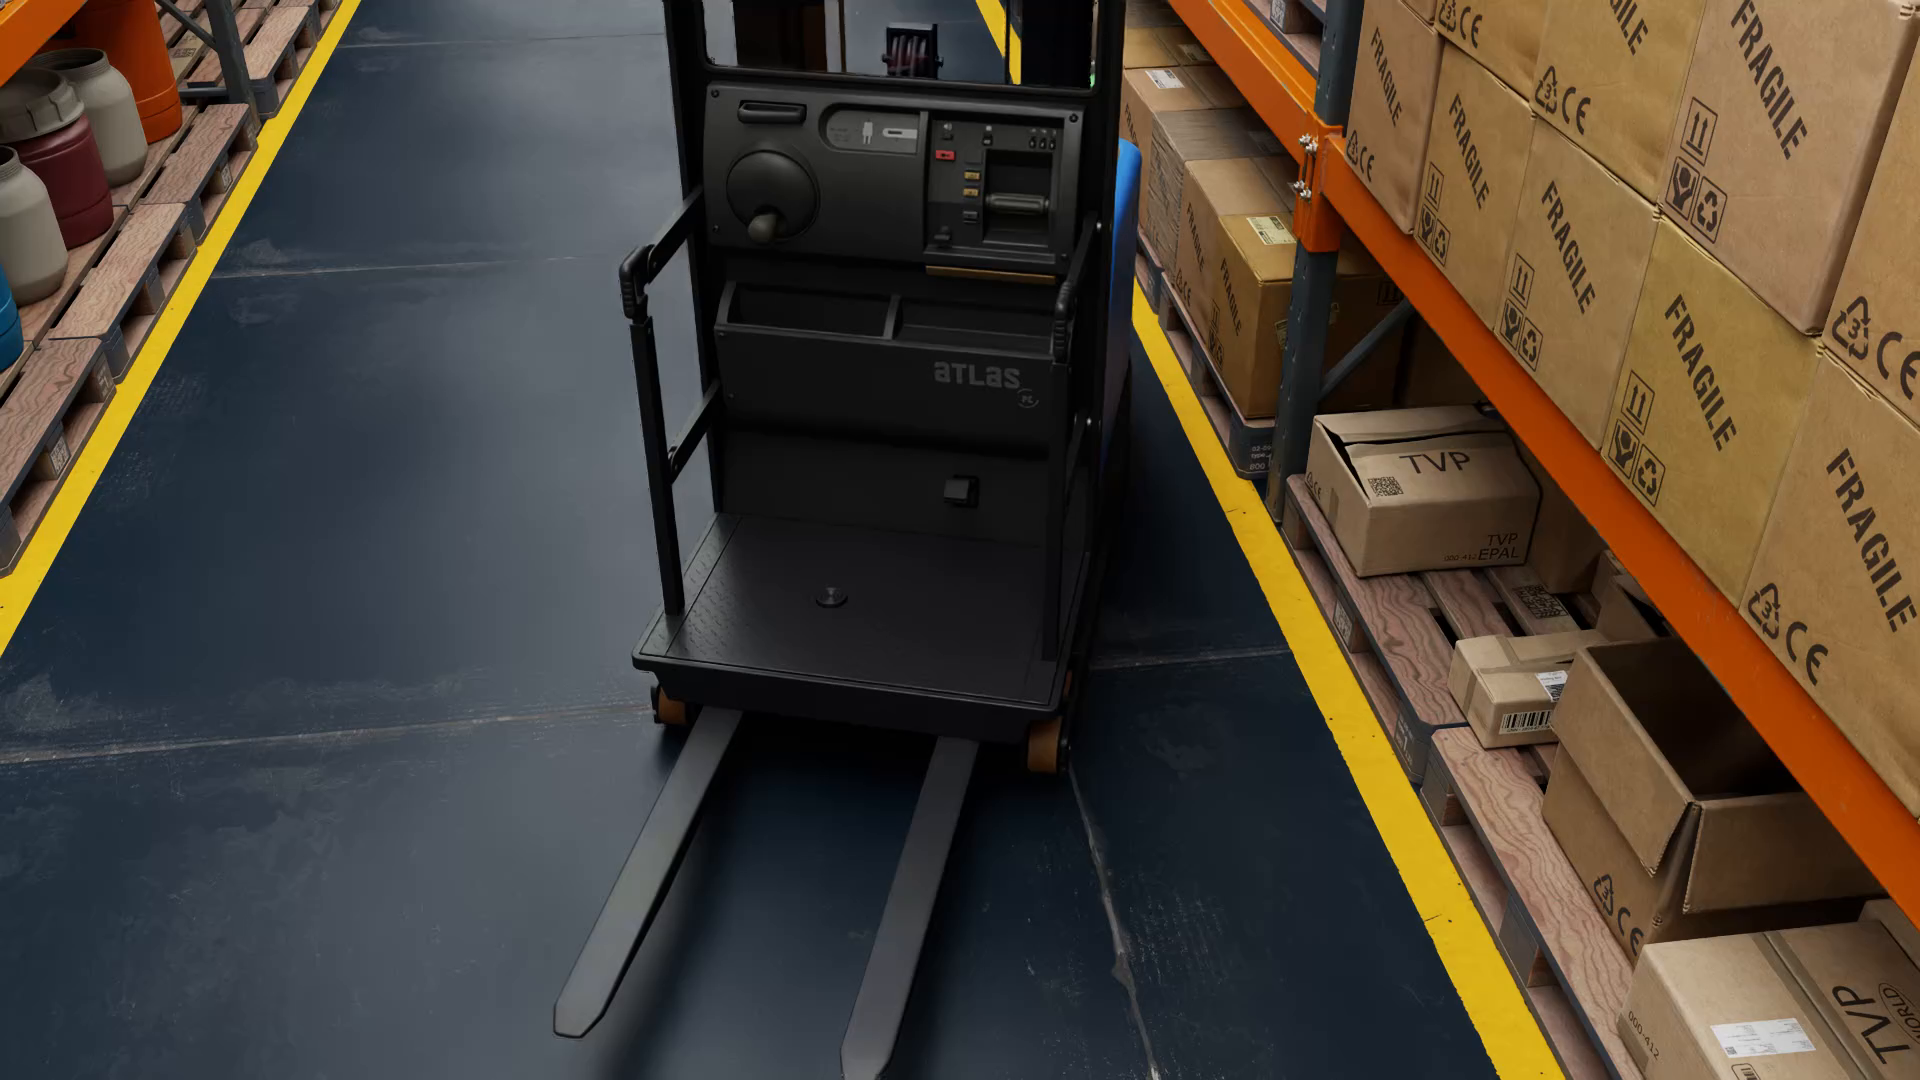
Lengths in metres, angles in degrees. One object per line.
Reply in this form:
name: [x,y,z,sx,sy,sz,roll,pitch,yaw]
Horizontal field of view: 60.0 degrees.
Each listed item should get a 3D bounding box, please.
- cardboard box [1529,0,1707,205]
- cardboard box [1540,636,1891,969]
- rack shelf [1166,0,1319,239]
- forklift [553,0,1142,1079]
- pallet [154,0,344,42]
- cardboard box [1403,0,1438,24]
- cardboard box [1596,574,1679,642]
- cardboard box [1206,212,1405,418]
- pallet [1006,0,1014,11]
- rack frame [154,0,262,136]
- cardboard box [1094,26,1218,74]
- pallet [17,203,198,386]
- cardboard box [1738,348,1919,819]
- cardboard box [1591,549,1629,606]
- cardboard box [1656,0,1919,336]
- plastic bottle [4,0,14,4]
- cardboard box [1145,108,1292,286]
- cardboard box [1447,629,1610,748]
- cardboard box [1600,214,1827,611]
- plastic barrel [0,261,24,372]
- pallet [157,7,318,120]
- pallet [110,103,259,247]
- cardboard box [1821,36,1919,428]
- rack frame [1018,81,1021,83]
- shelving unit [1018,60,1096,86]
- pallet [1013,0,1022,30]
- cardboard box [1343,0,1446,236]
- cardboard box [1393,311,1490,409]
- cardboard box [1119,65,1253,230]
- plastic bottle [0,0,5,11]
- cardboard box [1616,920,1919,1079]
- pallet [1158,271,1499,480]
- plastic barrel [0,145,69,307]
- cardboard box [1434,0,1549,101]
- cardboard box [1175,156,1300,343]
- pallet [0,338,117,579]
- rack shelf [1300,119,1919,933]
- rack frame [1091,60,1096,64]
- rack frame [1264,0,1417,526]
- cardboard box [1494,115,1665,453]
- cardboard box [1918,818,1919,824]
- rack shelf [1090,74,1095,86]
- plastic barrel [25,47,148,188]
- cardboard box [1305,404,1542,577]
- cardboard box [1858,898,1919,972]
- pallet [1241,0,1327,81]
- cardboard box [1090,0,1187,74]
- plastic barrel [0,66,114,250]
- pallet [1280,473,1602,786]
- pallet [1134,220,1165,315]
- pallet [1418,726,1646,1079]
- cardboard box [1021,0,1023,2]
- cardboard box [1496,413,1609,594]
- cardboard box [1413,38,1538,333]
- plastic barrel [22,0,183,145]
cardboard box: [1.417,-0.952,3.007,0.500,0.500,0.500,-5,35,-8]
cardboard box: [1.752,0.541,3.619,0.797,0.503,0.637,-4,35,-6]
rack shelf: [1.225,-2.176,6.418,1.077,0.370,4.000,-4,35,-6]
forklift: [-0.208,-0.824,3.857,1.130,2.935,3.031,6,35,9]
pallet: [-4.179,-3.178,9.726,1.003,0.211,1.213,-4,35,-6]
cardboard box: [1.279,-1.527,3.851,0.500,0.500,0.500,-4,34,-5]
cardboard box: [1.953,0.287,4.162,0.500,0.311,0.500,-4,35,-6]
cardboard box: [1.144,-0.759,5.530,0.500,0.500,0.500,-5,35,-7]
pallet: [0.724,-3.578,10.313,1.003,0.211,1.213,-4,35,-6]
rack frame: [-3.952,-3.216,7.305,1.000,3.000,0.127,-4,35,-6]
cardboard box: [0.873,-1.890,7.189,0.500,0.500,0.500,-5,35,-7]
pallet: [-3.644,-0.948,6.453,1.003,0.211,1.213,-4,35,-6]
cardboard box: [1.567,0.037,2.444,0.500,0.500,0.500,-4,34,-6]
cardboard box: [1.962,0.141,4.521,0.380,0.149,0.250,-4,35,-6]
cardboard box: [1.488,-0.664,2.584,0.500,0.500,0.500,-3,34,-5]
plastic bottle: [-3.243,-1.931,5.534,0.097,0.271,0.097,0,34,0]
cardboard box: [1.019,-1.316,6.346,0.500,0.500,0.500,-4,34,-6]
cardboard box: [1.463,0.365,4.177,0.380,0.166,0.250,-4,35,-6]
cardboard box: [1.500,-0.245,2.857,0.500,0.500,0.500,-5,35,-7]
plastic barrel: [-3.566,-0.990,5.530,0.600,0.901,0.708,-4,35,-6]
pallet: [-4.018,-2.499,8.729,1.003,0.211,1.213,-4,35,-6]
pallet: [-3.805,-1.627,7.450,1.003,0.211,1.213,-4,35,-6]
cardboard box: [1.557,-0.378,2.164,0.500,0.500,0.500,-3,34,-5]
rack frame: [0.301,-0.934,5.555,0.240,1.200,0.015,6,35,9]
shelving unit: [0.348,-1.069,5.753,0.258,1.200,0.503,6,35,9]
pallet: [0.884,-2.899,9.317,1.003,0.211,1.213,-4,35,-6]
cardboard box: [1.293,-1.093,4.102,0.500,0.500,0.500,-4,34,-5]
cardboard box: [1.671,-0.794,5.581,0.500,0.500,0.500,-6,35,-9]
cardboard box: [0.948,-1.599,6.762,0.500,0.500,0.500,-5,35,-8]
plastic bottle: [-3.255,-1.866,5.434,0.152,0.276,0.135,-4,35,-6]
cardboard box: [1.617,1.013,3.152,0.500,0.250,0.500,-4,35,-6]
pallet: [1.348,-0.656,6.025,1.003,0.211,1.213,-4,35,-6]
plastic barrel: [-3.553,-1.151,6.112,0.421,0.512,0.421,0,34,0]
cardboard box: [1.349,-1.239,3.428,0.500,0.500,0.500,-5,35,-8]
cardboard box: [1.086,-1.036,5.936,0.500,0.500,0.500,-4,35,-6]
pallet: [-3.477,-0.265,5.452,1.003,0.211,1.213,-4,35,-6]
rack shelf: [1.763,0.056,3.142,1.077,0.370,4.000,-4,35,-6]
rack frame: [0.395,-1.204,5.951,0.240,1.200,0.015,6,35,9]
rack frame: [1.494,-1.357,4.577,1.000,3.000,0.127,-4,35,-6]
cardboard box: [1.430,-0.528,3.273,0.500,0.500,0.500,-5,35,-7]
cardboard box: [1.629,0.315,2.035,0.500,0.500,0.500,-4,34,-6]
rack shelf: [0.348,-1.413,5.519,0.258,0.148,0.480,6,35,9]
plastic barrel: [-3.705,-1.781,7.037,0.421,0.512,0.421,0,34,0]
cardboard box: [1.336,-0.177,4.843,0.500,0.311,0.500,-4,35,-6]
cardboard box: [2.106,0.947,3.248,0.500,0.250,0.500,-4,35,-6]
pallet: [1.495,-1.732,5.298,1.003,0.211,1.213,-4,35,-6]
cardboard box: [0.810,-2.171,7.600,0.500,0.500,0.500,-6,35,-8]
plastic barrel: [-3.718,-1.491,6.543,0.600,0.588,0.708,-4,35,-6]
pallet: [1.586,0.179,4.800,1.003,0.211,1.213,-4,35,-6]
pallet: [1.180,-1.338,7.026,1.003,0.211,1.213,-4,35,-6]
pallet: [1.753,0.861,3.799,1.003,0.211,1.213,-4,35,-6]
cardboard box: [0.571,-3.189,9.334,0.500,0.250,0.500,-5,35,-7]
cardboard box: [1.852,-0.209,4.723,0.500,0.500,0.500,-4,35,-6]
cardboard box: [1.365,-0.808,3.683,0.500,0.500,0.500,-4,34,-6]
plastic barrel: [-3.870,-2.221,7.400,0.600,0.830,0.708,-4,35,-6]
